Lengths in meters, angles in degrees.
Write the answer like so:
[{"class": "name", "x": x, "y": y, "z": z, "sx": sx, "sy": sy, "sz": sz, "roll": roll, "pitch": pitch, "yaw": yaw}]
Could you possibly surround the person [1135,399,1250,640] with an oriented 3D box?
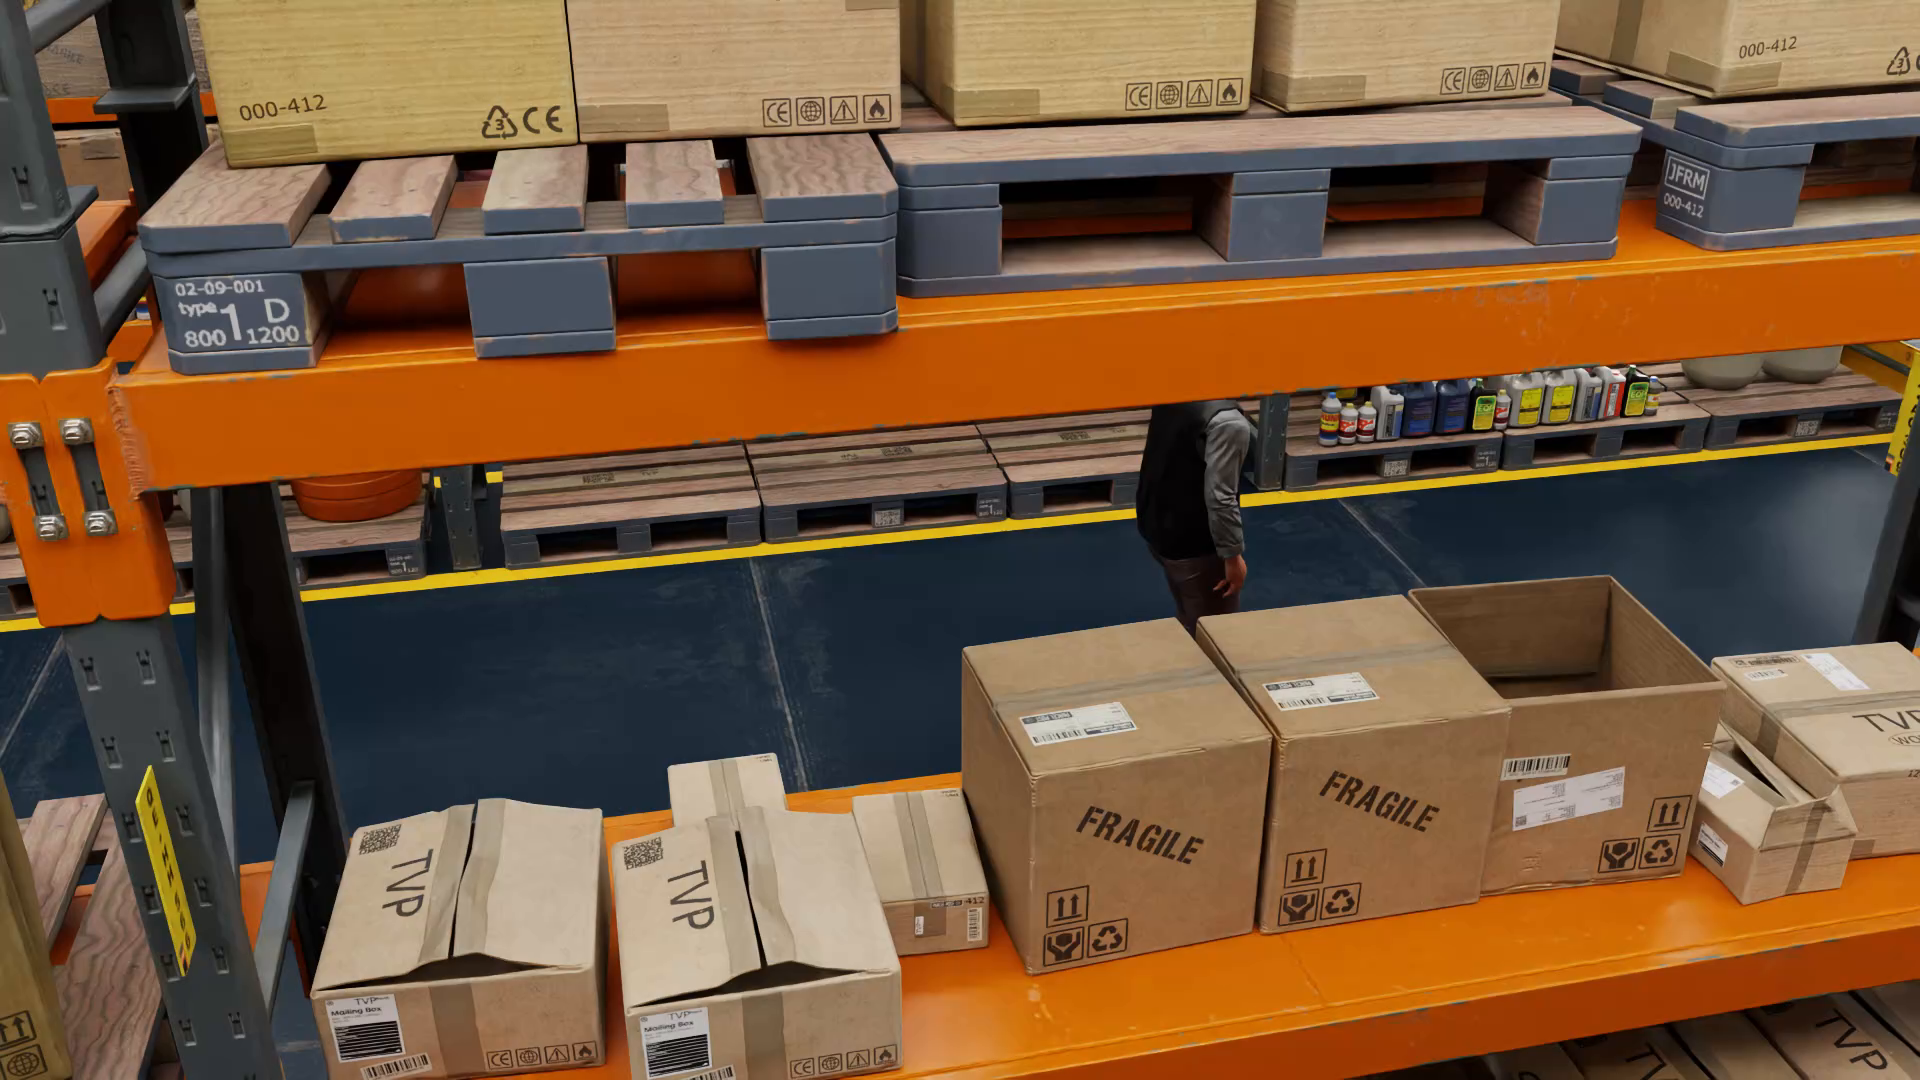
[{"class": "person", "x": 0.896, "y": -0.011, "z": 6.165, "sx": 0.475, "sy": 1.719, "sz": 0.582, "roll": -7, "pitch": 27, "yaw": -14}]
